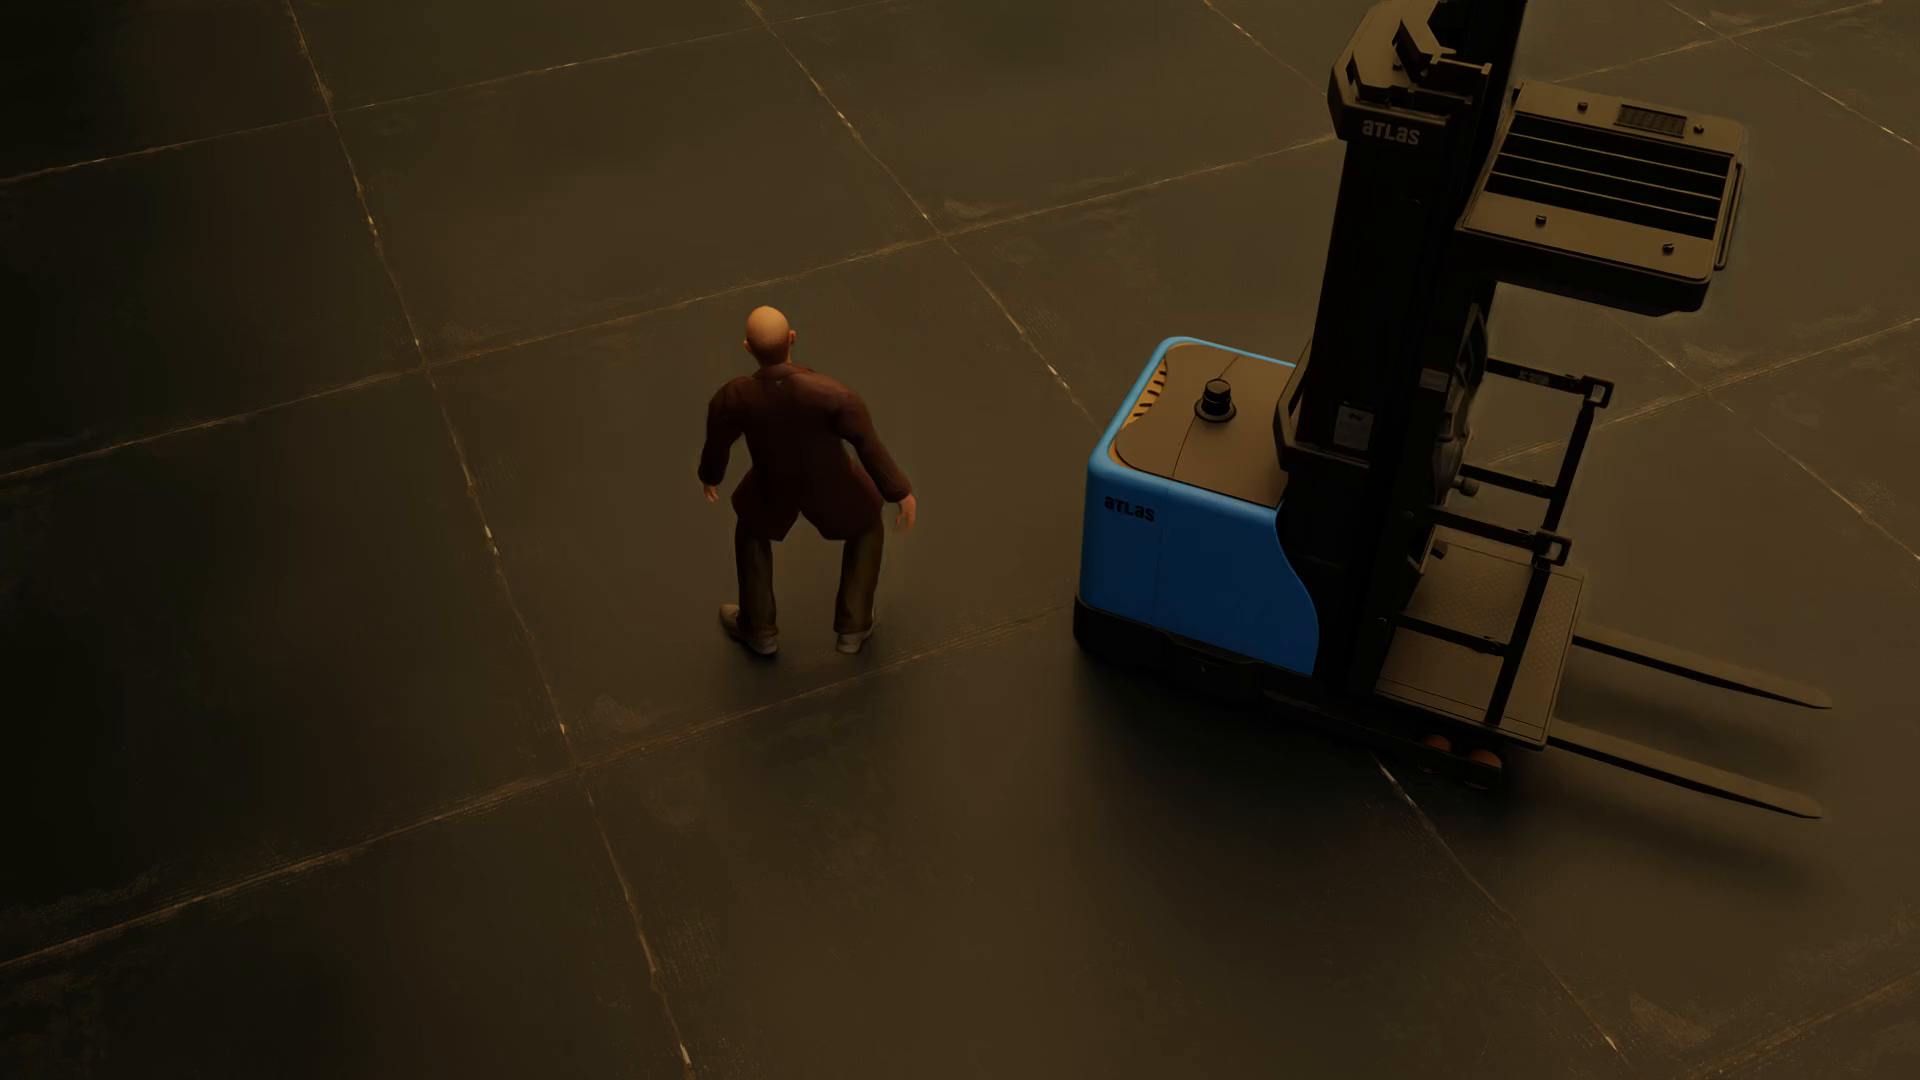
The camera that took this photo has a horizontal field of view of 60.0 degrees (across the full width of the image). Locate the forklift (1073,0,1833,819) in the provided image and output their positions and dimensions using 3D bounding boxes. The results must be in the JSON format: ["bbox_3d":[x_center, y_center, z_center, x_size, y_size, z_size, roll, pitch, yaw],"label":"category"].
[{"bbox_3d":[2.056,-0.479,6.193,3.031,2.935,1.130,17,46,18],"label":"forklift"}]

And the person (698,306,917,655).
[{"bbox_3d":[-0.629,-0.230,6.850,0.939,1.687,0.577,6,43,7],"label":"person"}]
